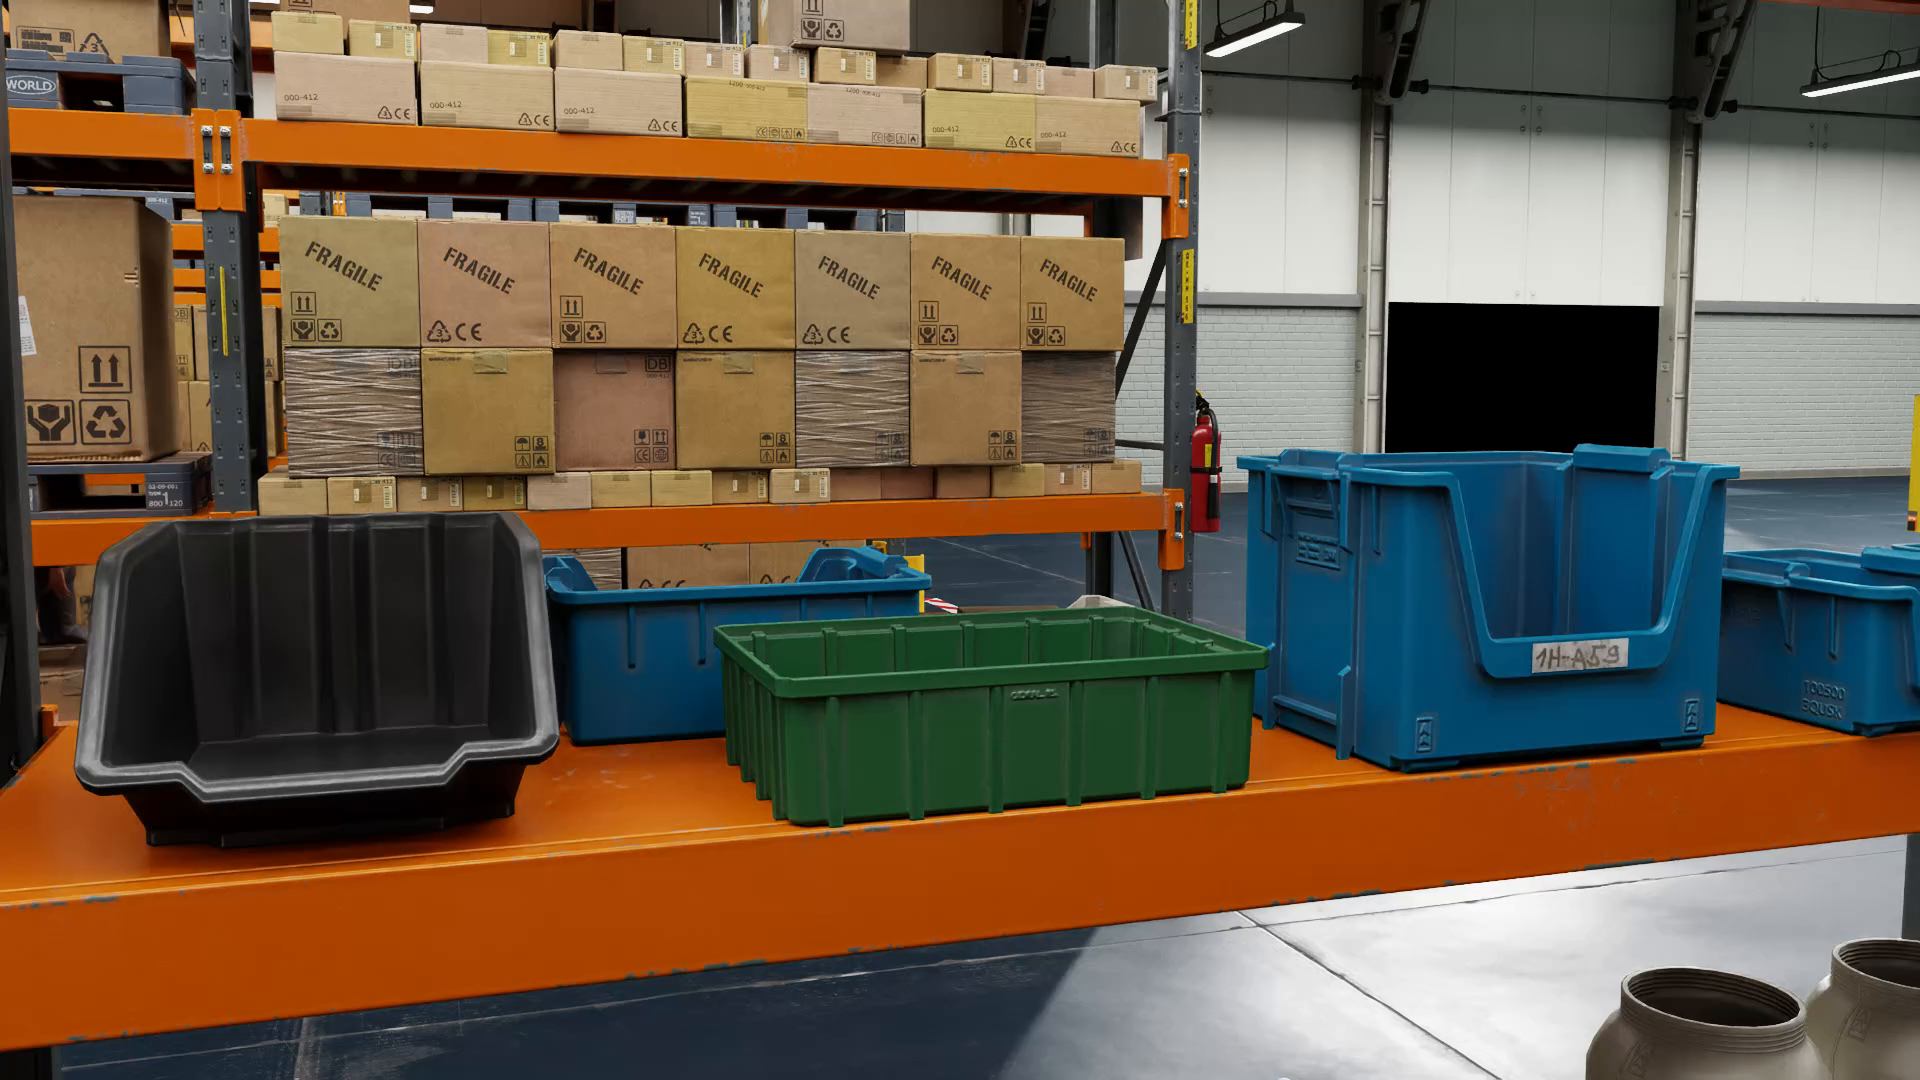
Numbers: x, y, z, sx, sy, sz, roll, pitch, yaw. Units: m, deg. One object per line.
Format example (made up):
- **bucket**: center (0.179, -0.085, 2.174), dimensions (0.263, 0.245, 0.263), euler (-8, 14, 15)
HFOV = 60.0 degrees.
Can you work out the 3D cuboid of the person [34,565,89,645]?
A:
- **person**: center (-4.815, 0.119, 8.743), dimensions (0.942, 1.684, 0.533), euler (-1, 6, -12)
